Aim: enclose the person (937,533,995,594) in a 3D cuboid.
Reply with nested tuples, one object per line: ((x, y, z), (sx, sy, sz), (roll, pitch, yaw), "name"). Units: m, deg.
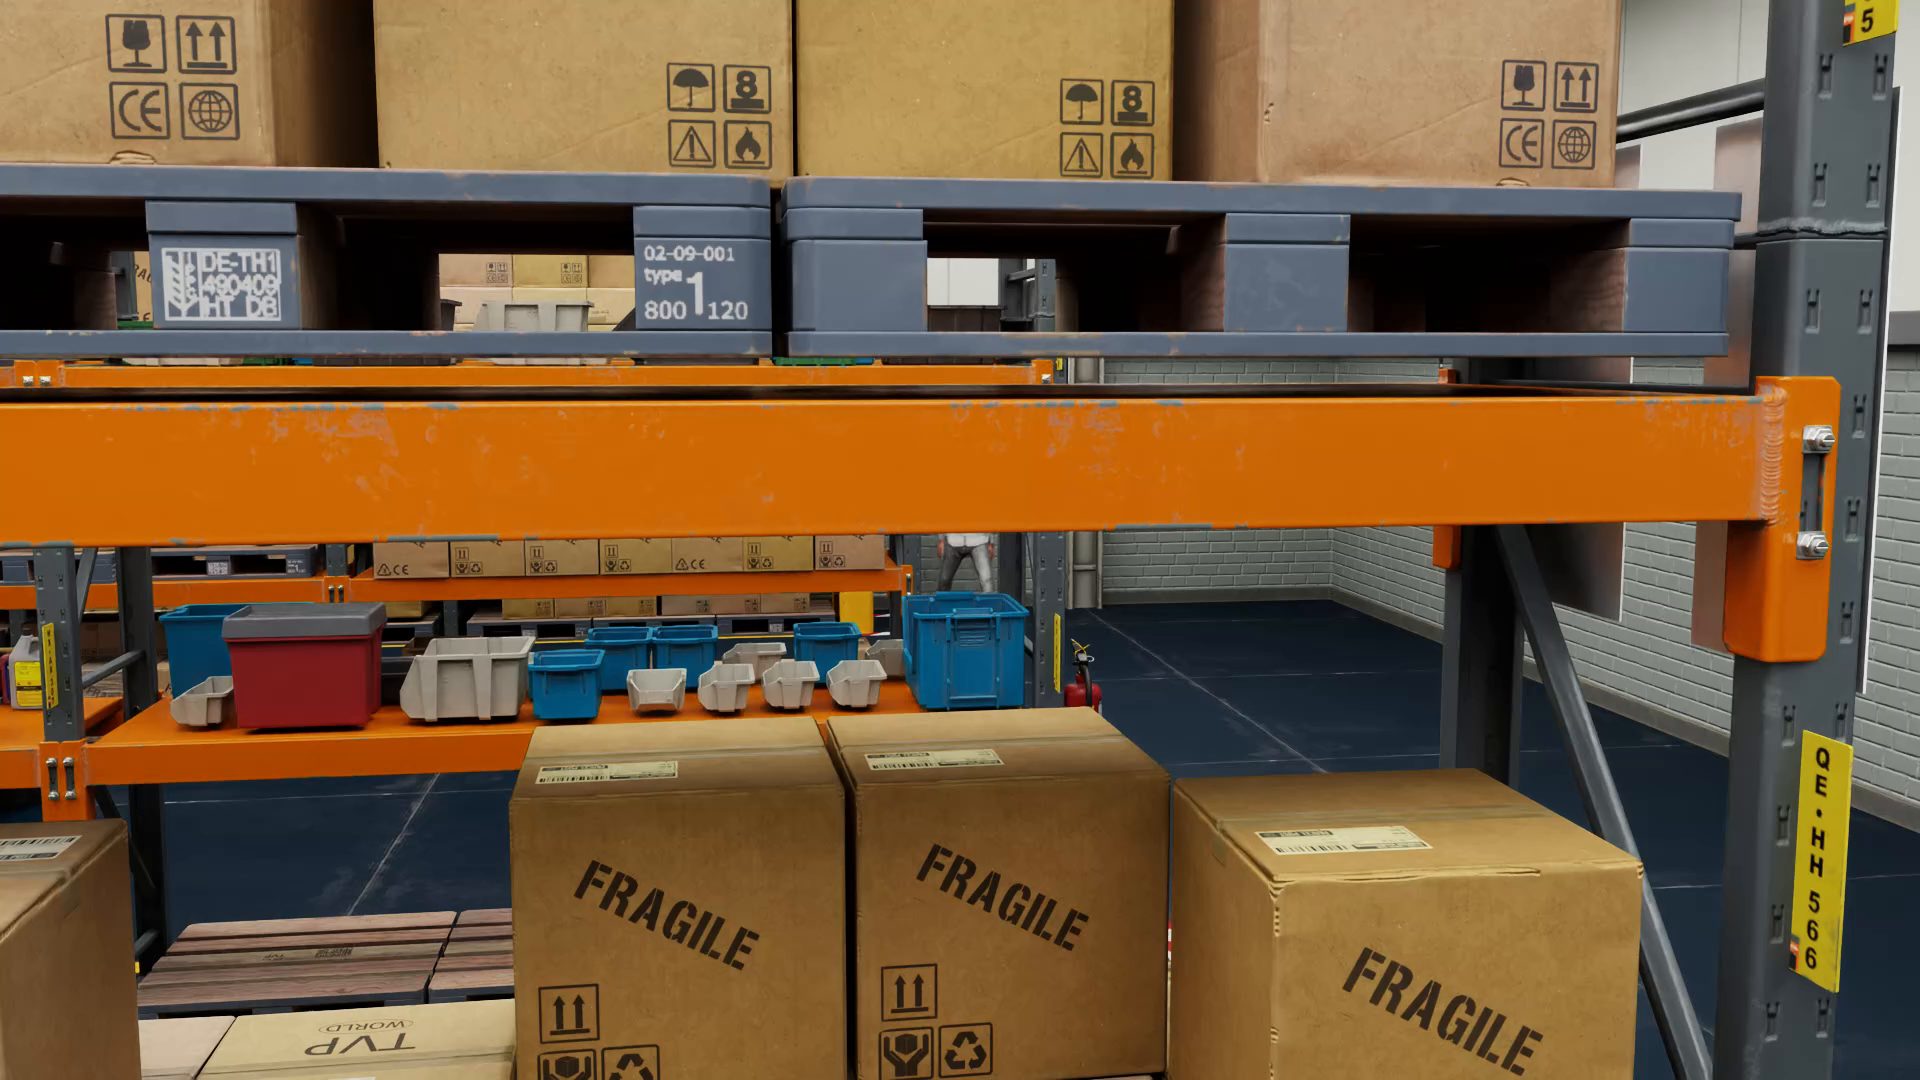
((0.042, 0.029, 17.491), (0.909, 1.730, 0.869), (1, 7, 10), "person")
